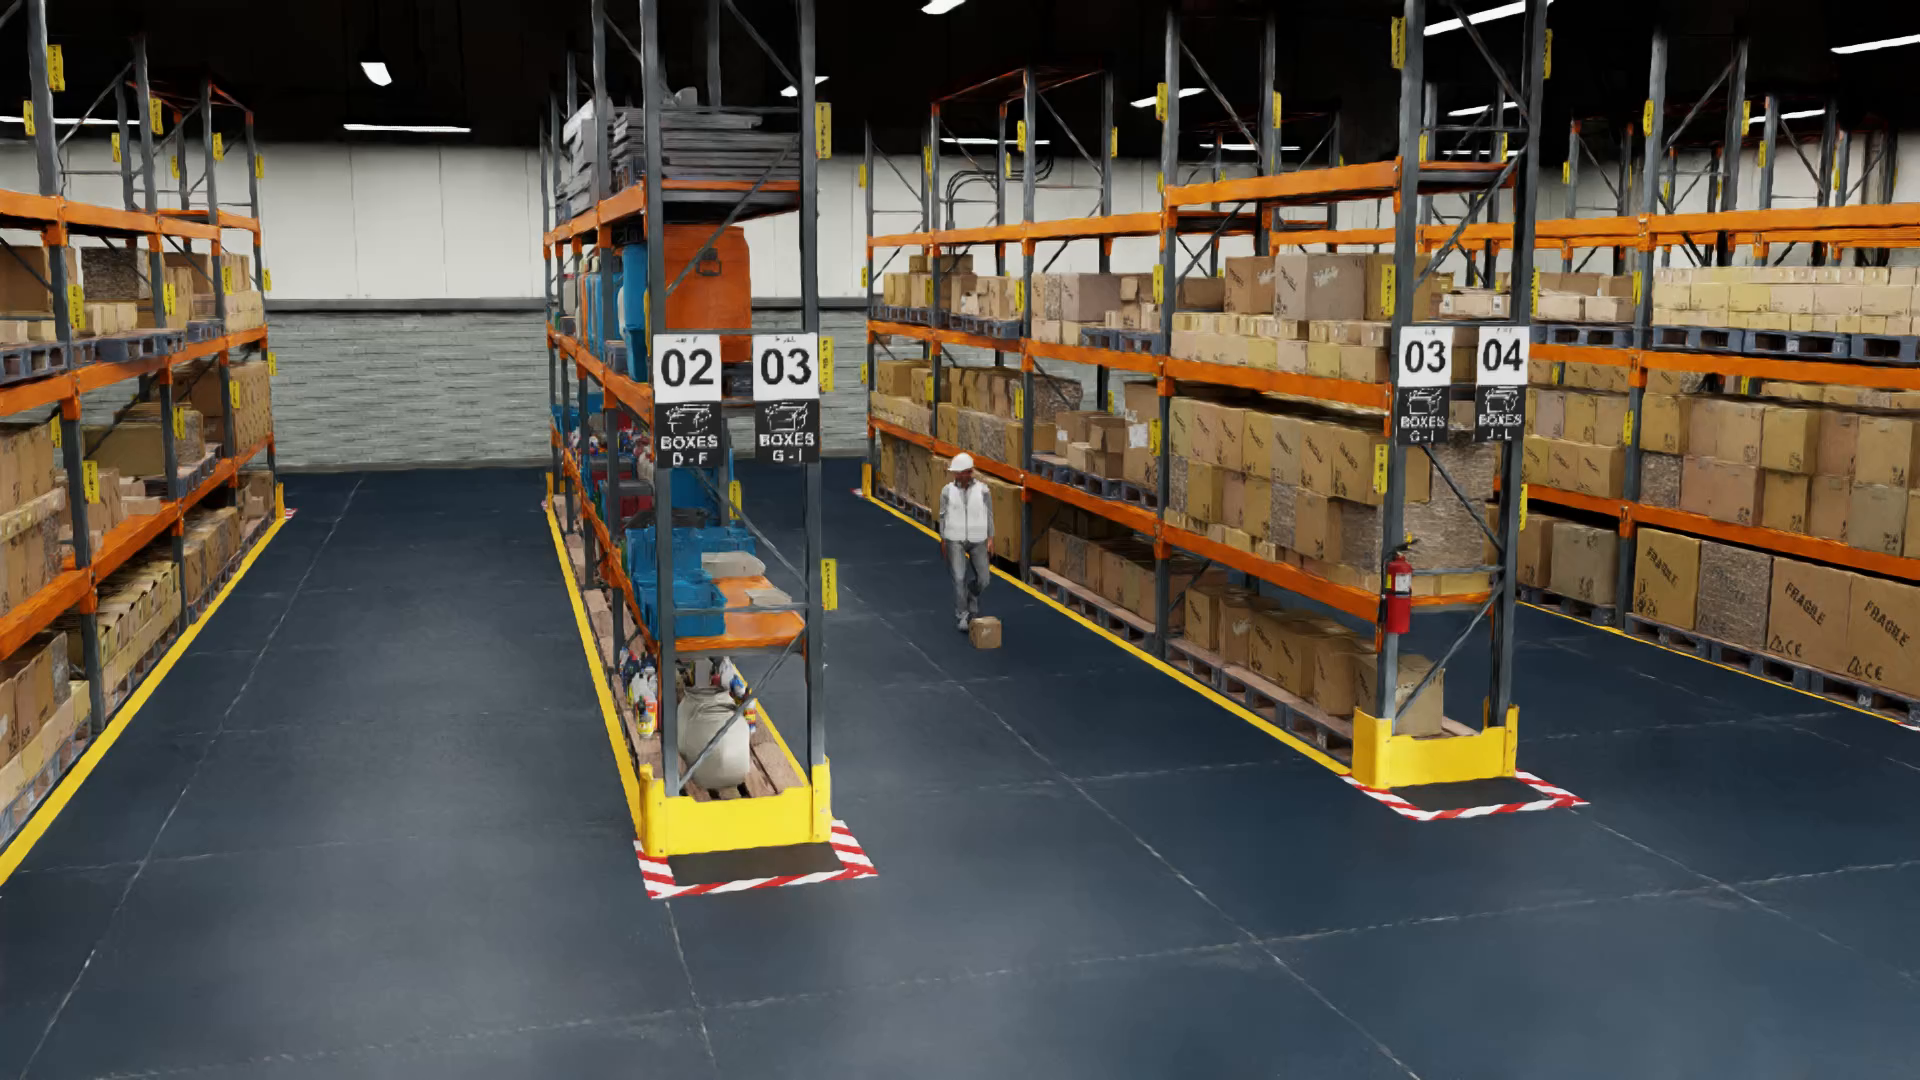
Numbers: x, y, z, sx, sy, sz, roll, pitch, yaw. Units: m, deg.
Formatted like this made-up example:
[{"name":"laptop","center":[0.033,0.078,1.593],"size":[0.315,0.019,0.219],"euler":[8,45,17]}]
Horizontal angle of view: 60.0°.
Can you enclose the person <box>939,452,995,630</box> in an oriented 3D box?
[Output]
[{"name":"person","center":[0.075,-0.008,16.784],"size":[0.567,1.762,0.758],"euler":[-1,9,-4]}]
